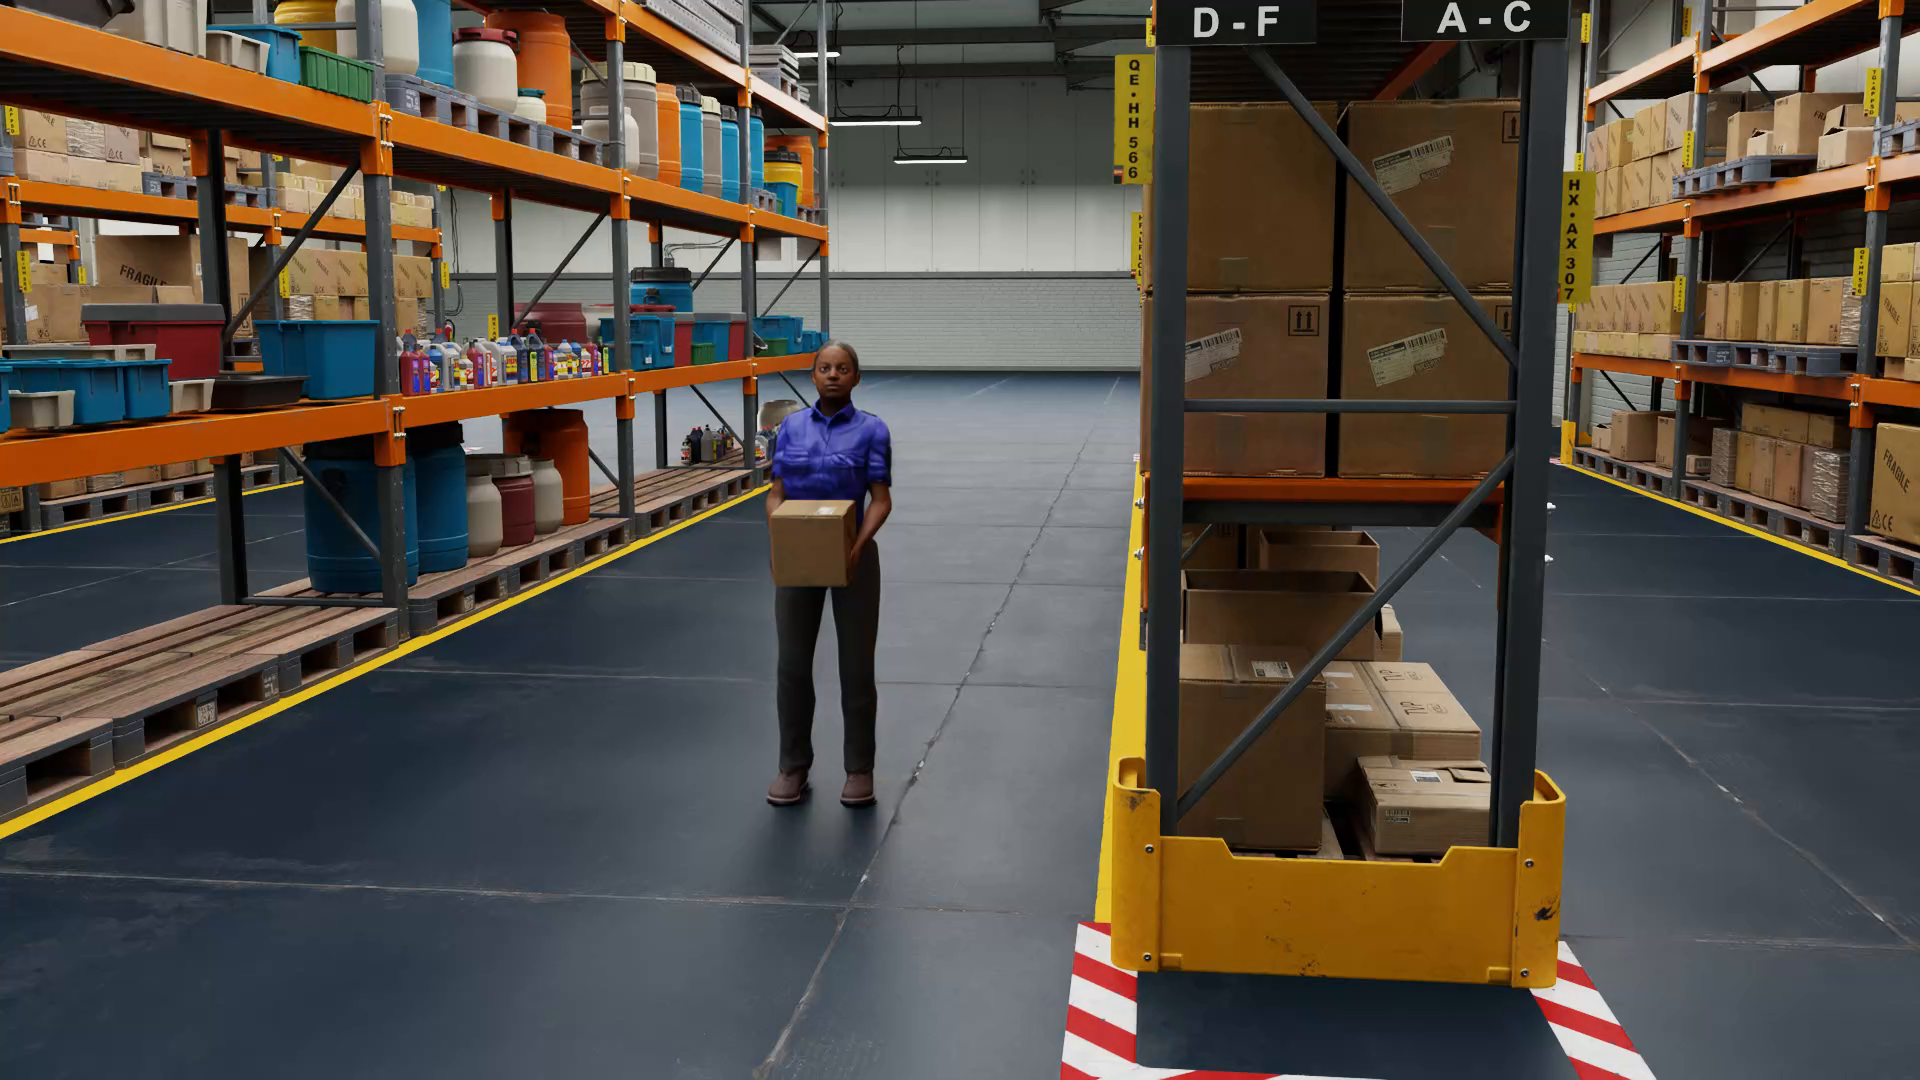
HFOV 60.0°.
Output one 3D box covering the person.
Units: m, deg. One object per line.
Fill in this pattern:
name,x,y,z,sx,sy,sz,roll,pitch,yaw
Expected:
person,-0.474,0.120,5.932,0.456,1.655,0.507,1,8,6
